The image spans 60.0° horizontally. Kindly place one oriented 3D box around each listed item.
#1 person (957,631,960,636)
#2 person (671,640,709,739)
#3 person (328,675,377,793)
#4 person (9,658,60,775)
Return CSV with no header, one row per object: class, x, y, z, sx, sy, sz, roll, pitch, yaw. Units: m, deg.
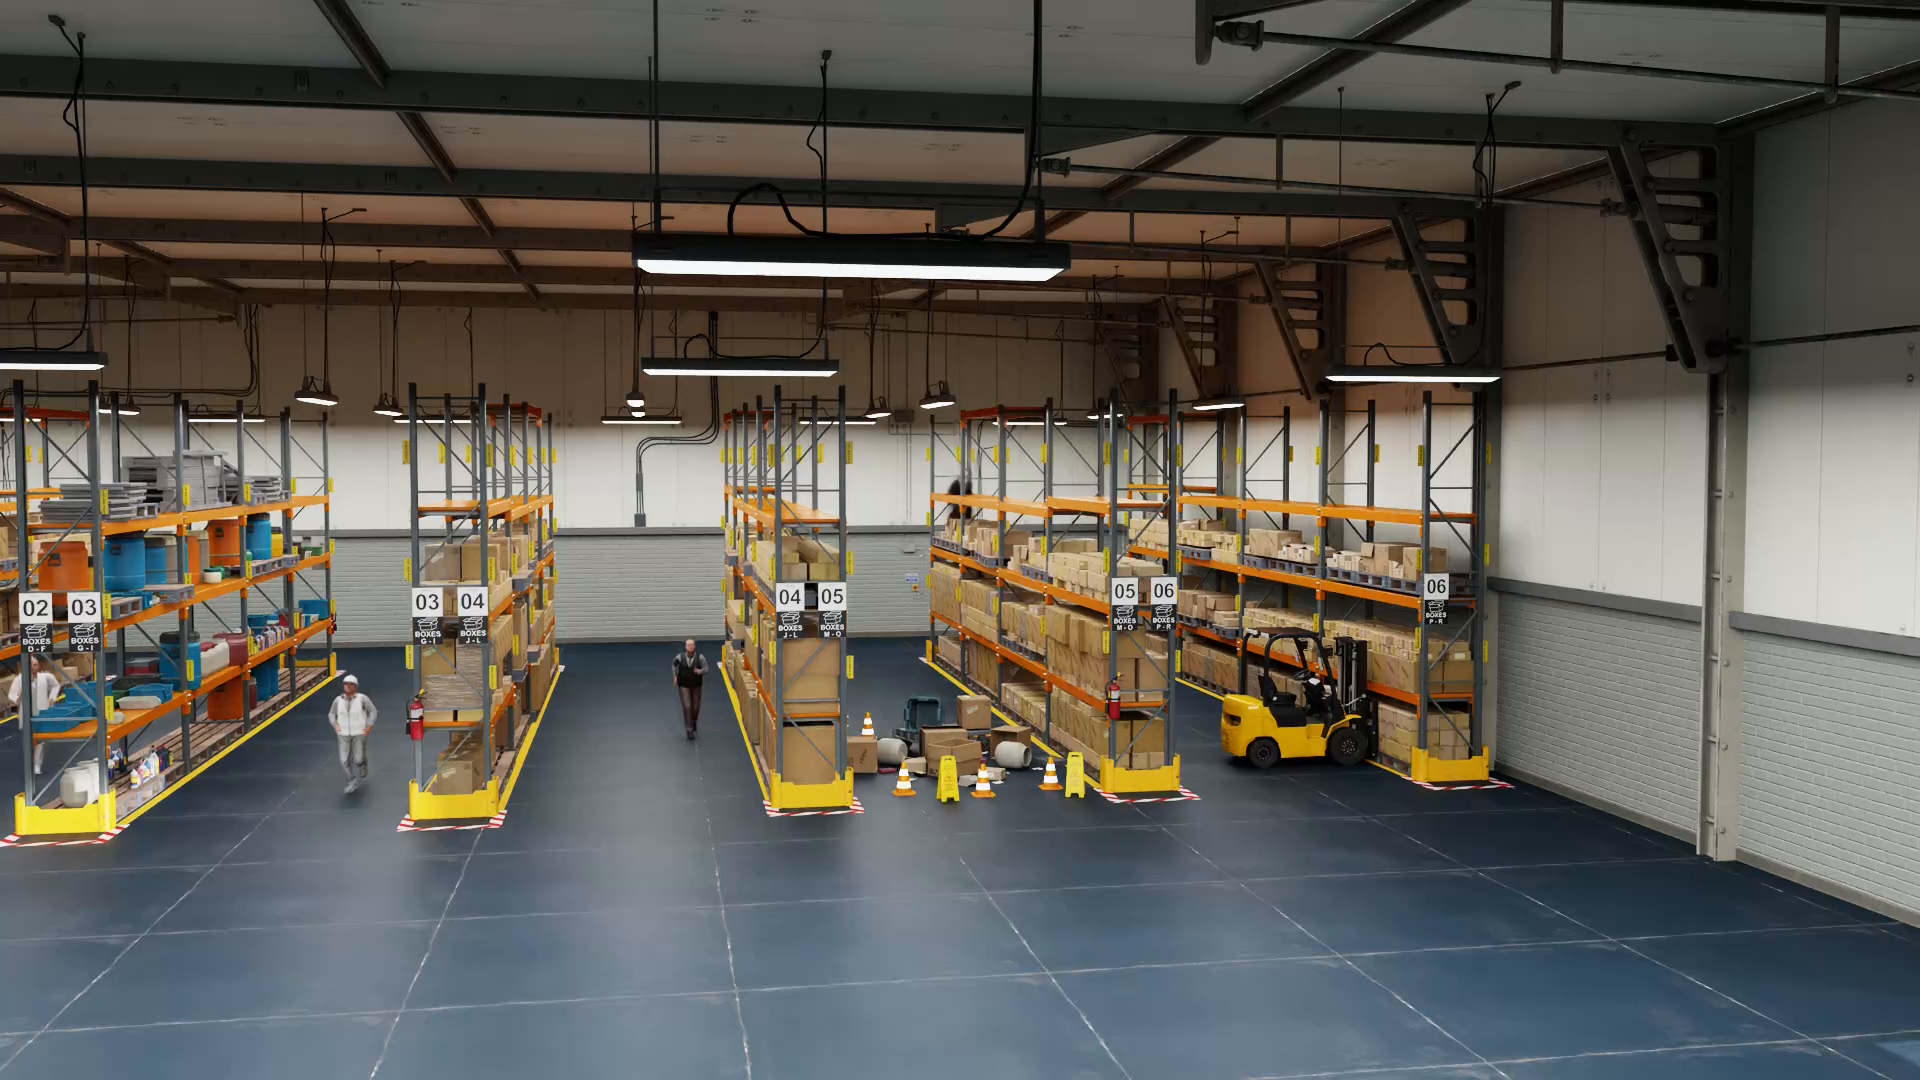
person,0.164,2.064,41.707,0.553,1.652,0.650,2,3,33
person,-4.780,2.616,29.508,0.653,1.714,0.971,-1,3,-13
person,-9.095,2.887,24.886,0.701,1.735,0.584,-1,3,-10
person,-14.714,2.776,26.440,0.710,1.777,1.043,-1,3,-24
